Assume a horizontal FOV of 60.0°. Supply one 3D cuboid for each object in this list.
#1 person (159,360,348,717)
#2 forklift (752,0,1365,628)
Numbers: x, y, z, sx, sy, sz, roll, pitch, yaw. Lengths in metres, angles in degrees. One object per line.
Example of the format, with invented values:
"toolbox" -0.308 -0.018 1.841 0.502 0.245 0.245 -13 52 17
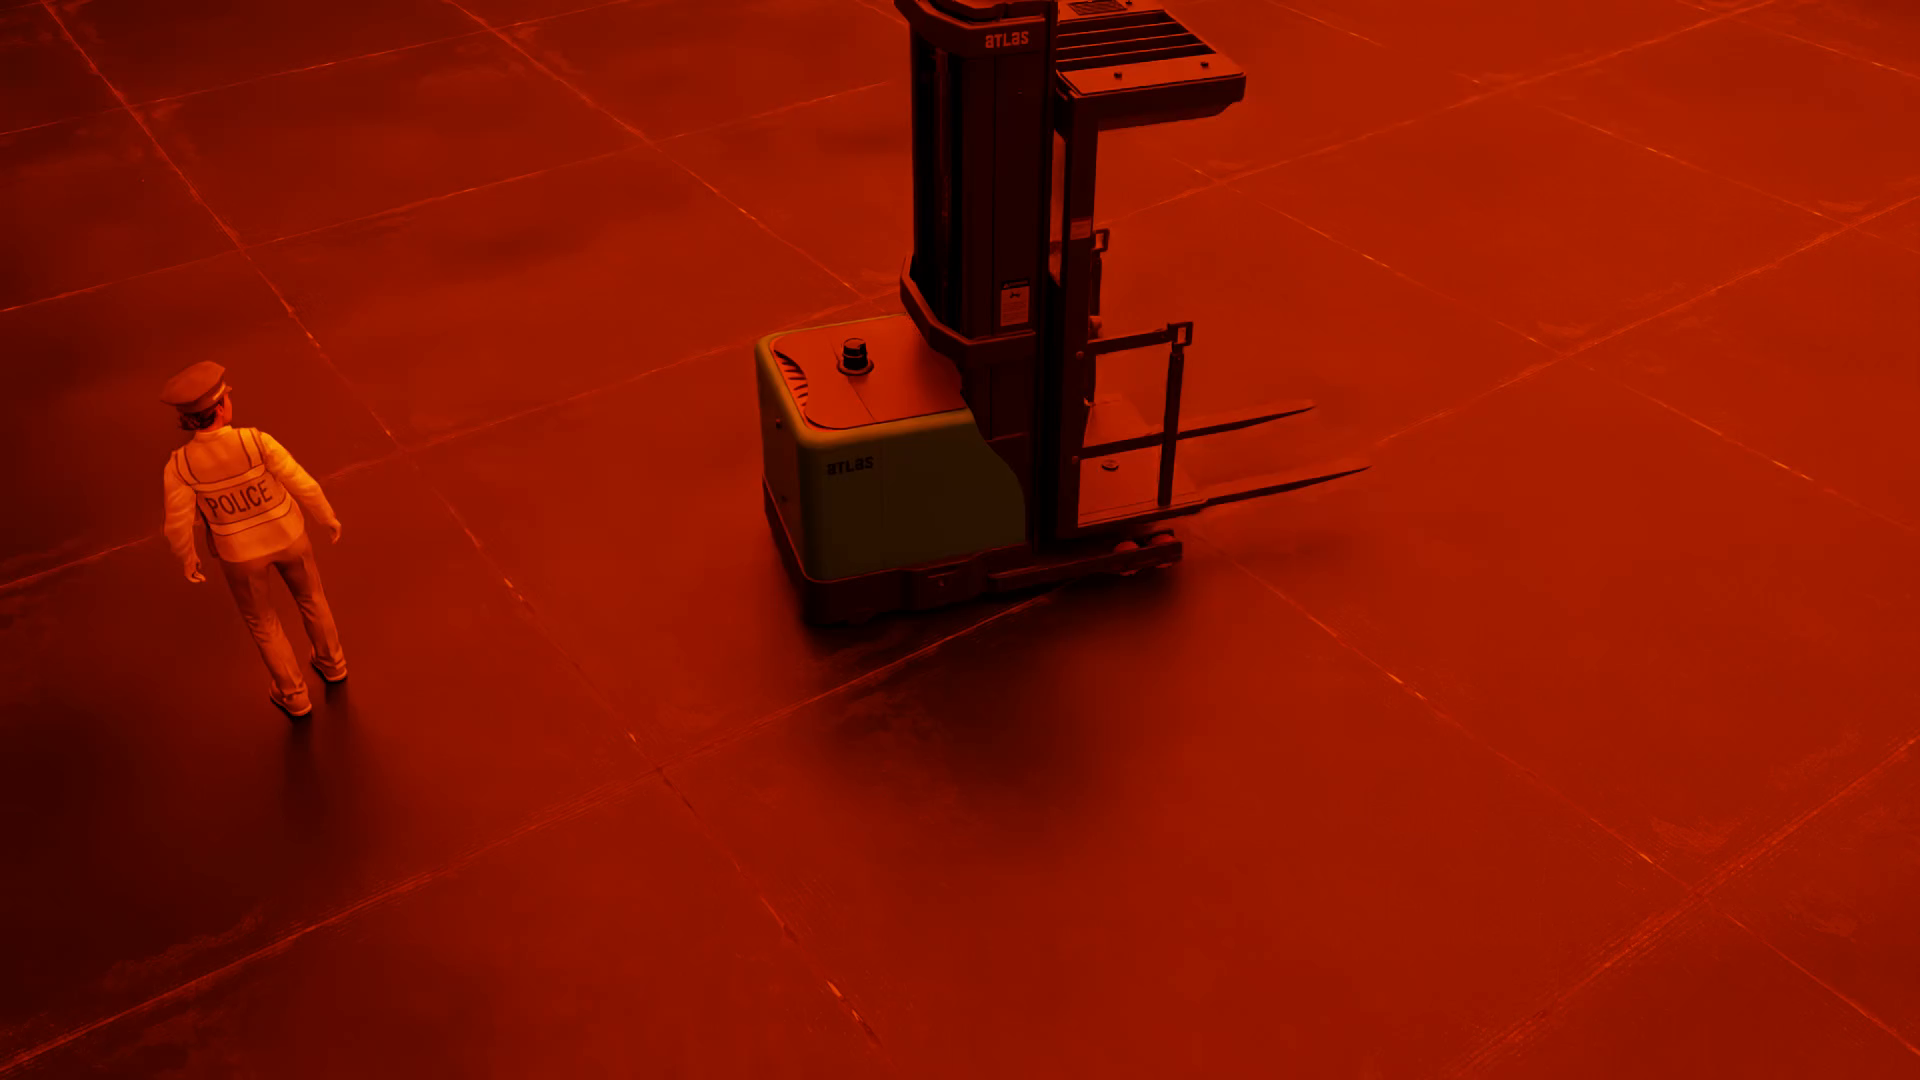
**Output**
"person" -2.963 -0.006 7.019 0.646 1.667 0.428 -20 41 -24
"forklift" 0.570 -1.308 7.714 3.031 2.935 1.130 -13 38 -16
